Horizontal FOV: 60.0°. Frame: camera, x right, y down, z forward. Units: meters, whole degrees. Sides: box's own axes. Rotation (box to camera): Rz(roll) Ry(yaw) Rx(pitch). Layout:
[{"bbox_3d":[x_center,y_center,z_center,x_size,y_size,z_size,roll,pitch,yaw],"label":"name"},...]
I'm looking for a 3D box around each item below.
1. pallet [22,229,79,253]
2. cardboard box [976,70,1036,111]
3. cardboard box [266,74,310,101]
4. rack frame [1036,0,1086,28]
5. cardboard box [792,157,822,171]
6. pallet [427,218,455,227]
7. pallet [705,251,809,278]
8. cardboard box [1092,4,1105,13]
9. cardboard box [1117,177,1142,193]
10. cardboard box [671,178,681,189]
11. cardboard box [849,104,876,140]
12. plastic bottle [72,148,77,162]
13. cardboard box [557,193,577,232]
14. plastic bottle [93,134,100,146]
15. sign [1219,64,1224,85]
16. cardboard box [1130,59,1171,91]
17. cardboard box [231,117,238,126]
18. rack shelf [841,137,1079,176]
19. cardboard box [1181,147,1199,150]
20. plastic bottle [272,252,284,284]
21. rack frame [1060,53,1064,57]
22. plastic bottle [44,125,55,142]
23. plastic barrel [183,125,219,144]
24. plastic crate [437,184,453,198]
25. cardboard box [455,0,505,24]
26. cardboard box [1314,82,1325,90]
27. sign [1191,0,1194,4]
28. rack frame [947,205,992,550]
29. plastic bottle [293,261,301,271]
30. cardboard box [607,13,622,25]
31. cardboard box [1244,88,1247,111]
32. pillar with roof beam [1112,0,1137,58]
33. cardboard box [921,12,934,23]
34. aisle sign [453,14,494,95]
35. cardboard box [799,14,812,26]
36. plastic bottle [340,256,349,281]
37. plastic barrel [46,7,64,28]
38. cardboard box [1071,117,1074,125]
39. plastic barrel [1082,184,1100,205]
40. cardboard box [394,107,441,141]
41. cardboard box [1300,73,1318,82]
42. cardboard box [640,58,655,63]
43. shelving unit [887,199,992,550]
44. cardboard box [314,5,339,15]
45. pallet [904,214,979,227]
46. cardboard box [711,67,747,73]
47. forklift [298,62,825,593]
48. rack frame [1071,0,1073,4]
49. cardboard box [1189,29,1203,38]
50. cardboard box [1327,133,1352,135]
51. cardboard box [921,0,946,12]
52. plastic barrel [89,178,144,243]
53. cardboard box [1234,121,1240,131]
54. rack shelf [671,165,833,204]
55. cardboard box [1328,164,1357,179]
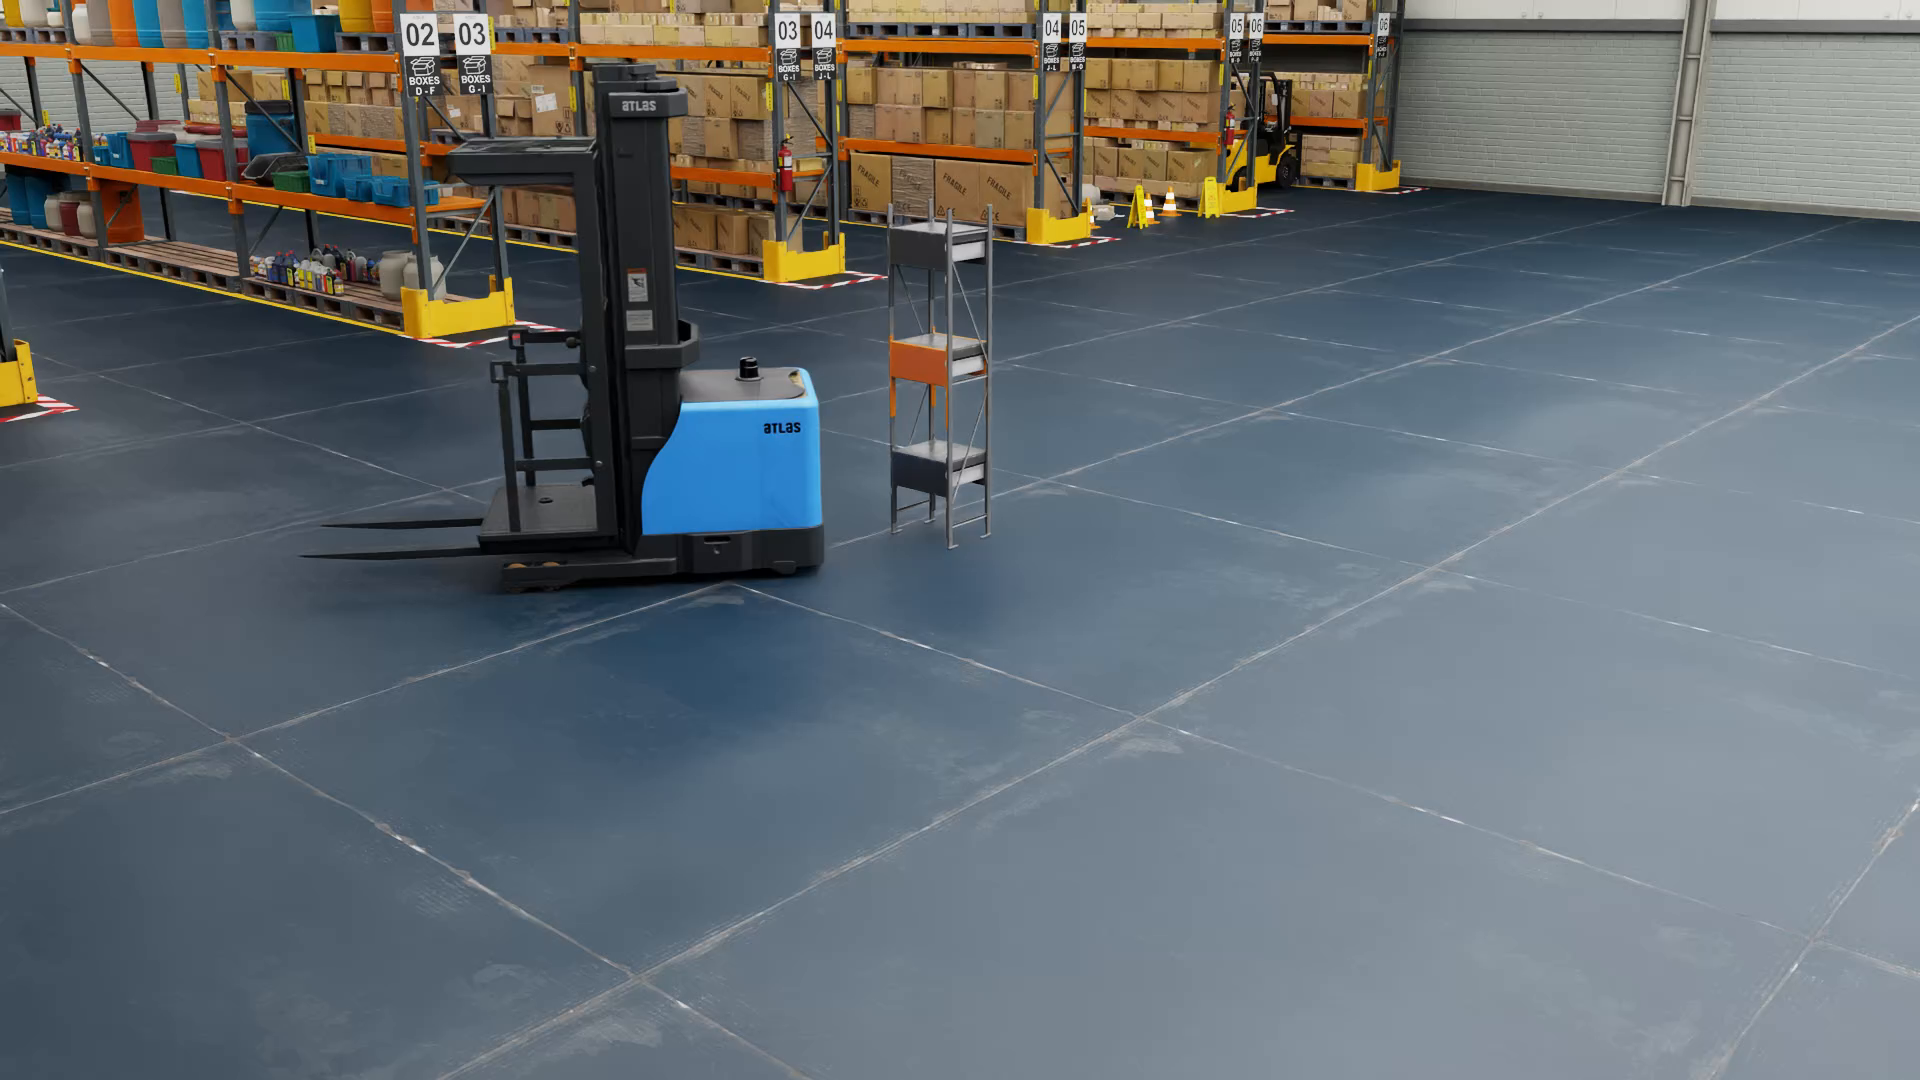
[{"bbox_3d":[-12.718,-4.333,23.916,1.213,0.211,1.003,15,23,39],"label":"pallet"},{"bbox_3d":[0.723,-6.644,24.553,0.550,0.550,0.875,15,23,39],"label":"cardboard box"},{"bbox_3d":[-11.417,-7.652,28.279,0.500,0.500,0.500,16,24,41],"label":"cardboard box"},{"bbox_3d":[1.447,-8.744,23.287,0.127,3.000,1.000,15,23,39],"label":"rack frame"},{"bbox_3d":[-1.976,-4.774,21.111,0.250,0.149,0.380,15,23,39],"label":"cardboard box"},{"bbox_3d":[-8.444,-5.235,26.758,1.213,0.211,1.003,15,23,39],"label":"pallet"},{"bbox_3d":[-2.562,-3.640,21.732,1.213,0.211,1.003,15,23,39],"label":"pallet"},{"bbox_3d":[2.487,-9.183,28.727,0.250,0.149,0.380,14,22,37],"label":"cardboard box"},{"bbox_3d":[3.097,-6.225,29.120,0.500,0.250,0.500,14,22,37],"label":"cardboard box"},{"bbox_3d":[-5.202,-6.572,29.801,0.500,0.500,0.500,15,23,39],"label":"cardboard box"},{"bbox_3d":[-1.261,-6.688,26.478,0.550,0.550,0.875,15,23,39],"label":"cardboard box"},{"bbox_3d":[-11.852,-5.186,22.321,0.097,0.201,0.097,0,18,0],"label":"plastic bottle"},{"bbox_3d":[-5.358,-4.732,23.969,0.500,0.500,0.700,13,22,35],"label":"cardboard box"},{"bbox_3d":[-12.233,-5.628,23.600,0.097,0.271,0.097,0,18,0],"label":"plastic bottle"},{"bbox_3d":[4.274,-7.606,27.182,0.005,0.325,0.100,15,23,39],"label":"sign"},{"bbox_3d":[3.307,-7.926,28.319,0.500,0.500,0.700,15,23,39],"label":"cardboard box"},{"bbox_3d":[-12.690,-7.421,29.451,0.250,0.149,0.380,14,23,38],"label":"cardboard box"},{"bbox_3d":[-0.049,-5.943,25.569,4.000,0.370,1.077,15,23,39],"label":"rack shelf"},{"bbox_3d":[3.825,-6.605,29.076,0.500,0.500,0.500,14,22,37],"label":"cardboard box"},{"bbox_3d":[-7.872,-3.156,19.250,0.185,0.351,0.144,16,24,41],"label":"plastic bottle"},{"bbox_3d":[1.965,-9.755,36.390,0.127,3.000,1.000,15,23,39],"label":"rack frame"},{"bbox_3d":[-13.237,-5.868,24.223,0.185,0.351,0.144,15,23,39],"label":"plastic bottle"},{"bbox_3d":[-9.643,-5.006,21.201,0.433,0.535,0.433,0,18,0],"label":"plastic barrel"},{"bbox_3d":[-5.664,-3.789,18.027,0.250,0.136,0.298,15,23,39],"label":"plastic crate"},{"bbox_3d":[-6.966,-7.750,24.122,0.500,0.500,0.500,14,22,38],"label":"cardboard box"},{"bbox_3d":[6.962,-8.674,31.748,0.250,0.149,0.380,15,23,39],"label":"cardboard box"},{"bbox_3d":[4.604,-10.653,32.887,0.005,0.325,0.100,15,23,39],"label":"sign"},{"bbox_3d":[0.059,-0.985,10.244,0.015,2.100,0.400,15,23,39],"label":"rack frame"},{"bbox_3d":[-7.596,-3.059,19.076,0.097,0.271,0.097,0,18,0],"label":"plastic bottle"},{"bbox_3d":[-4.440,-6.901,22.029,0.250,0.149,0.380,15,23,40],"label":"cardboard box"},{"bbox_3d":[5.896,-8.649,32.740,0.500,0.500,0.500,15,23,39],"label":"cardboard box"},{"bbox_3d":[0.681,-11.582,32.231,0.400,9.000,9.100,15,23,39],"label":"pillar with roof beam"},{"bbox_3d":[-0.360,-7.790,24.796,0.250,0.149,0.380,15,23,40],"label":"cardboard box"},{"bbox_3d":[-4.960,-4.953,16.962,0.004,0.787,0.394,15,23,39],"label":"aisle sign"},{"bbox_3d":[-1.973,-6.438,20.570,0.250,0.149,0.380,15,23,39],"label":"cardboard box"},{"bbox_3d":[-7.191,-3.184,19.450,0.133,0.283,0.061,15,23,39],"label":"plastic bottle"},{"bbox_3d":[-12.091,-7.014,22.331,0.301,0.262,0.301,0,18,0],"label":"plastic barrel"},{"bbox_3d":[2.130,-7.487,29.659,0.250,0.149,0.380,15,23,39],"label":"cardboard box"},{"bbox_3d":[2.107,-5.869,28.405,0.512,0.421,0.421,-3,18,-8],"label":"plastic barrel"},{"bbox_3d":[-8.438,-6.480,25.905,0.500,0.500,0.500,16,24,41],"label":"cardboard box"},{"bbox_3d":[6.717,-8.854,31.823,0.250,0.149,0.380,16,23,41],"label":"cardboard box"},{"bbox_3d":[-6.749,-10.499,36.915,0.500,0.500,0.500,14,23,38],"label":"cardboard box"},{"bbox_3d":[-0.124,-1.034,10.399,0.503,2.100,0.431,15,23,39],"label":"shelving unit"},{"bbox_3d":[-10.135,-8.539,27.053,0.500,0.311,0.500,14,22,37],"label":"cardboard box"},{"bbox_3d":[-0.111,-4.943,25.839,1.213,0.211,1.003,15,23,39],"label":"pallet"},{"bbox_3d":[-3.828,-7.821,28.480,0.500,0.500,0.700,15,23,38],"label":"cardboard box"},{"bbox_3d":[-2.373,-1.264,9.748,3.031,2.935,1.130,-3,18,-8],"label":"forklift"},{"bbox_3d":[1.665,-10.687,29.411,0.127,3.000,1.000,15,23,39],"label":"rack frame"},{"bbox_3d":[3.997,-8.386,27.532,0.250,0.149,0.380,15,23,40],"label":"cardboard box"},{"bbox_3d":[7.339,-7.753,32.282,0.500,0.250,0.500,15,23,39],"label":"cardboard box"},{"bbox_3d":[-0.230,-7.970,24.705,0.500,0.250,0.500,15,23,40],"label":"cardboard box"},{"bbox_3d":[-11.569,-4.528,22.815,0.708,0.830,0.600,15,23,39],"label":"plastic barrel"},{"bbox_3d":[4.540,-7.020,28.188,0.250,0.149,0.380,15,23,39],"label":"cardboard box"},{"bbox_3d":[-3.417,-4.841,22.097,4.000,0.370,1.077,15,23,39],"label":"rack shelf"},{"bbox_3d":[7.388,-7.061,31.753,0.500,0.250,0.500,15,23,40],"label":"cardboard box"}]
